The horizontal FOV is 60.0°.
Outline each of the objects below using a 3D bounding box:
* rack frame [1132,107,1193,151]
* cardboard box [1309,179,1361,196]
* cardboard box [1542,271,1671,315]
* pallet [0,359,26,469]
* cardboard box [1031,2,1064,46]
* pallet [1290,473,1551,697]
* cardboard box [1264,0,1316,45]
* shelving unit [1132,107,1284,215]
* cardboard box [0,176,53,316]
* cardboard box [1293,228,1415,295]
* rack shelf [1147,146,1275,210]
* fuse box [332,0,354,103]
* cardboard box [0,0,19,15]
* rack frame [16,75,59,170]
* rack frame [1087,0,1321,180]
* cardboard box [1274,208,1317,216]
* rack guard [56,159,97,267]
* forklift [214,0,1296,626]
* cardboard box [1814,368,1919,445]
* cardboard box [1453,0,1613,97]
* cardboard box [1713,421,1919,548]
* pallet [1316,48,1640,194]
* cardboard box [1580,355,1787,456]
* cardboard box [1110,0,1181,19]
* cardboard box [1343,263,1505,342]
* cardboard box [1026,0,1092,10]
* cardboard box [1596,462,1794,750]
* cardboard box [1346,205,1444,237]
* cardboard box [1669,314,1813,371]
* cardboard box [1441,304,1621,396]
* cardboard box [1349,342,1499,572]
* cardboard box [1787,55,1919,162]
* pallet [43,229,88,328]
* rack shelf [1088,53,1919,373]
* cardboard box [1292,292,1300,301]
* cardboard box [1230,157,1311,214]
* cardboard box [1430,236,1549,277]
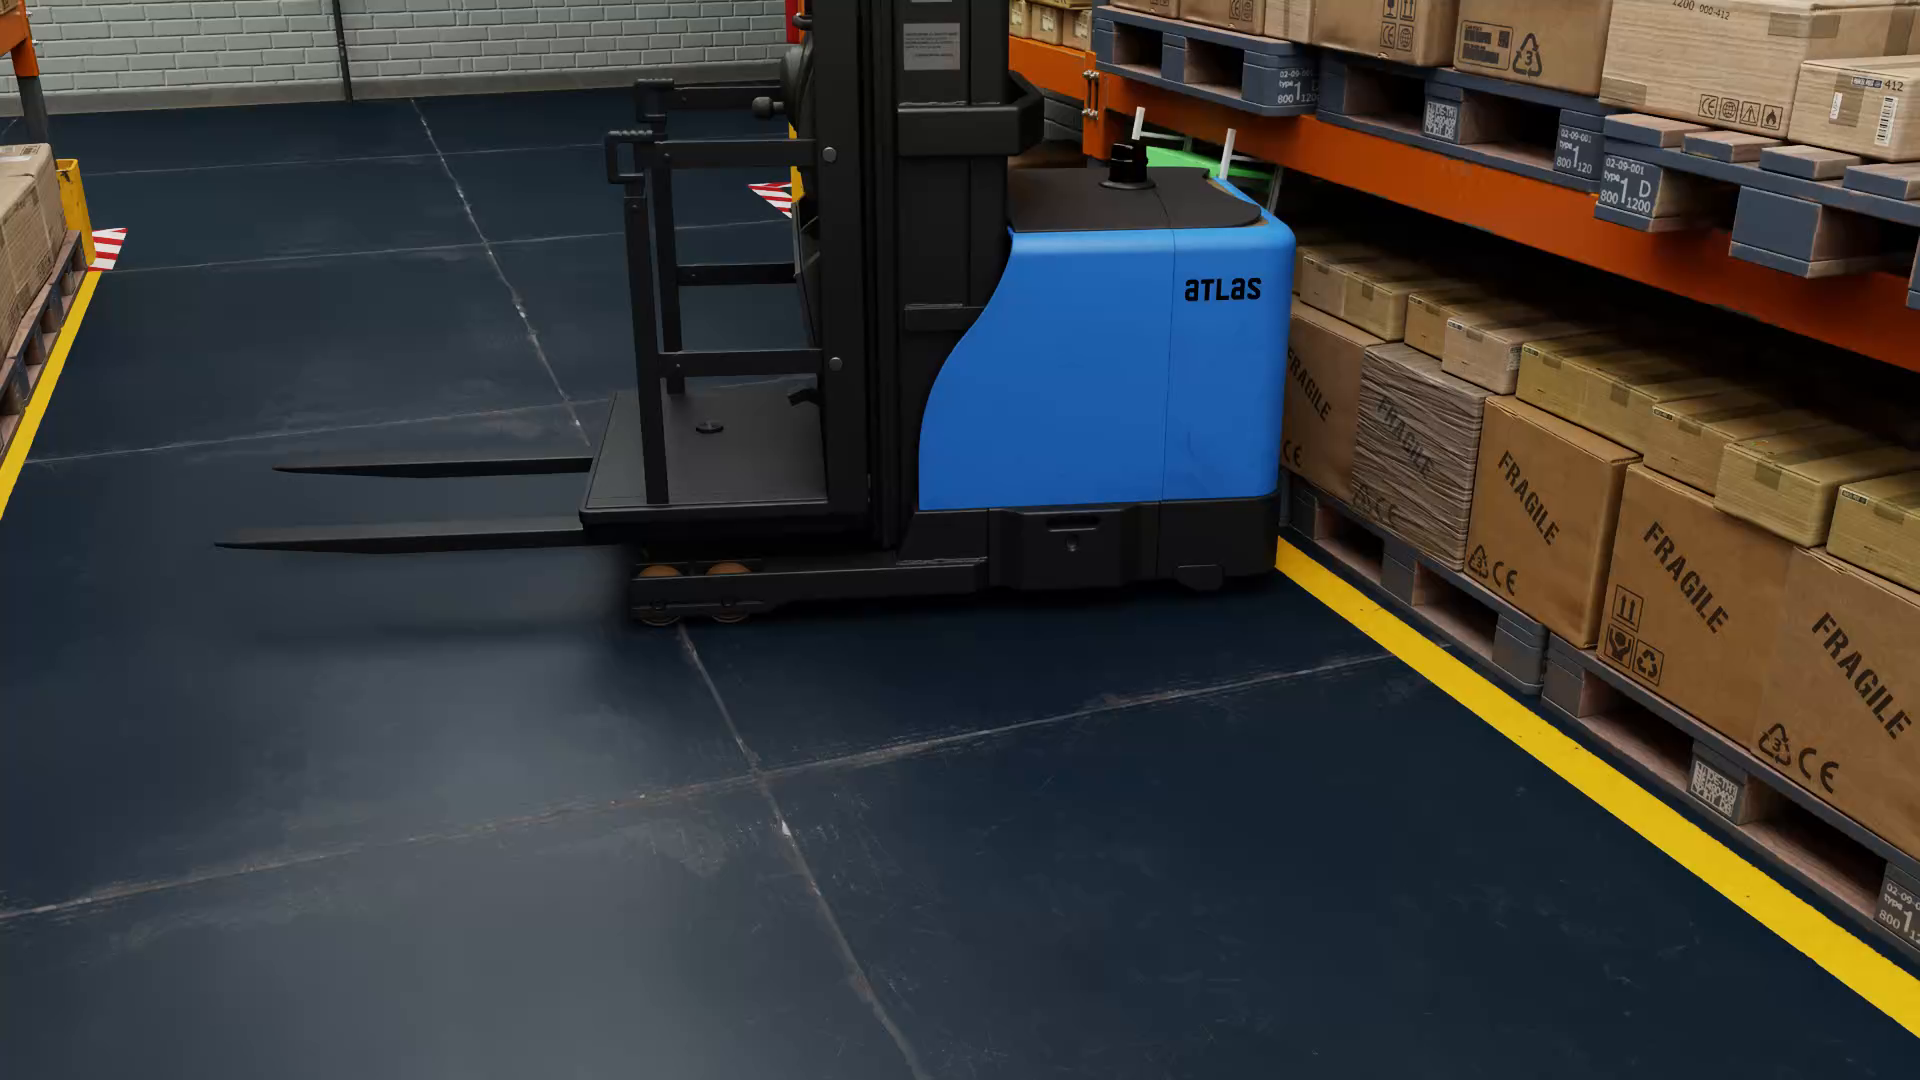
[{"bbox_3d":[0.599,-0.868,5.730,0.240,1.200,0.015,-2,21,-31],"label":"rack frame"},{"bbox_3d":[1.365,-1.242,6.177,0.380,0.149,0.250,-9,25,-21],"label":"cardboard box"},{"bbox_3d":[1.923,-0.681,4.847,0.380,0.149,0.250,-9,25,-21],"label":"cardboard box"},{"bbox_3d":[-3.873,-0.315,5.726,1.003,0.211,1.213,-8,24,-19],"label":"pallet"},{"bbox_3d":[0.504,-2.053,6.581,0.380,0.149,0.250,-8,24,-18],"label":"cardboard box"},{"bbox_3d":[1.723,0.024,4.922,1.003,0.211,1.213,-8,24,-19],"label":"pallet"},{"bbox_3d":[1.097,-1.570,4.744,0.396,0.266,0.258,-7,24,-16],"label":"cardboard box"},{"bbox_3d":[0.717,-0.784,5.534,0.258,1.200,0.503,-2,21,-31],"label":"shelving unit"},{"bbox_3d":[-4.432,-1.222,7.045,0.875,0.438,0.875,-8,24,-18],"label":"cardboard box"},{"bbox_3d":[1.224,-0.890,5.341,0.380,0.149,0.250,-9,24,-20],"label":"cardboard box"},{"bbox_3d":[0.782,-1.174,5.406,0.258,0.148,0.480,-2,21,-31],"label":"rack shelf"},{"bbox_3d":[-5.087,-4.454,13.613,0.539,1.711,0.414,-8,24,-19],"label":"fuse box"},{"bbox_3d":[-4.672,-2.674,7.603,0.500,0.500,0.500,-8,24,-19],"label":"cardboard box"},{"bbox_3d":[-5.090,-2.766,7.952,1.000,3.000,0.127,-8,24,-19],"label":"rack frame"},{"bbox_3d":[0.965,-1.995,6.122,1.000,3.000,0.127,-8,24,-19],"label":"rack frame"},{"bbox_3d":[1.013,-1.079,5.791,0.380,0.149,0.250,-9,24,-20],"label":"cardboard box"},{"bbox_3d":[-5.099,-1.623,8.458,1.175,0.500,0.348,-8,24,-19],"label":"rack guard"},{"bbox_3d":[-0.619,-1.325,4.620,3.031,2.935,1.130,-2,23,-6],"label":"forklift"},{"bbox_3d":[2.254,-0.294,3.929,0.380,0.149,0.250,-8,24,-18],"label":"cardboard box"},{"bbox_3d":[1.629,-1.351,3.919,0.797,0.503,0.637,-9,24,-20],"label":"cardboard box"},{"bbox_3d":[1.841,-0.122,3.521,0.380,0.149,0.250,-10,25,-22],"label":"cardboard box"},{"bbox_3d":[1.687,-1.160,4.386,1.003,0.211,1.213,-8,24,-19],"label":"pallet"},{"bbox_3d":[1.739,-0.326,4.004,0.380,0.149,0.250,-8,24,-17],"label":"cardboard box"},{"bbox_3d":[0.927,-2.029,5.532,0.700,0.500,0.500,-8,24,-18],"label":"cardboard box"},{"bbox_3d":[1.363,-0.703,4.899,0.380,0.149,0.250,-7,24,-17],"label":"cardboard box"},{"bbox_3d":[0.557,-2.215,6.453,0.500,0.250,0.500,-8,24,-18],"label":"cardboard box"},{"bbox_3d":[1.861,0.109,3.807,0.500,0.500,0.500,-9,24,-20],"label":"cardboard box"},{"bbox_3d":[1.557,-1.060,5.745,0.380,0.149,0.250,-8,24,-18],"label":"cardboard box"},{"bbox_3d":[2.107,-0.494,4.403,0.380,0.149,0.250,-9,24,-20],"label":"cardboard box"},{"bbox_3d":[1.525,-0.513,4.448,0.380,0.149,0.250,-10,25,-22],"label":"cardboard box"},{"bbox_3d":[1.472,-0.267,4.699,0.500,0.500,0.500,-9,25,-21],"label":"cardboard box"},{"bbox_3d":[1.787,-0.806,3.083,0.380,0.149,0.250,-8,24,-18],"label":"cardboard box"},{"bbox_3d":[-4.735,-1.202,7.829,1.003,0.211,1.213,-8,24,-19],"label":"pallet"},{"bbox_3d":[1.672,-0.937,4.538,1.077,0.370,4.000,-8,24,-19],"label":"rack shelf"},{"bbox_3d":[1.123,-0.638,5.580,0.500,0.500,0.500,-9,24,-20],"label":"cardboard box"},{"bbox_3d":[0.980,-1.218,5.738,0.380,0.149,0.250,-10,25,-22],"label":"cardboard box"},{"bbox_3d":[1.719,-0.863,5.278,0.380,0.149,0.250,-8,24,-18],"label":"cardboard box"}]
